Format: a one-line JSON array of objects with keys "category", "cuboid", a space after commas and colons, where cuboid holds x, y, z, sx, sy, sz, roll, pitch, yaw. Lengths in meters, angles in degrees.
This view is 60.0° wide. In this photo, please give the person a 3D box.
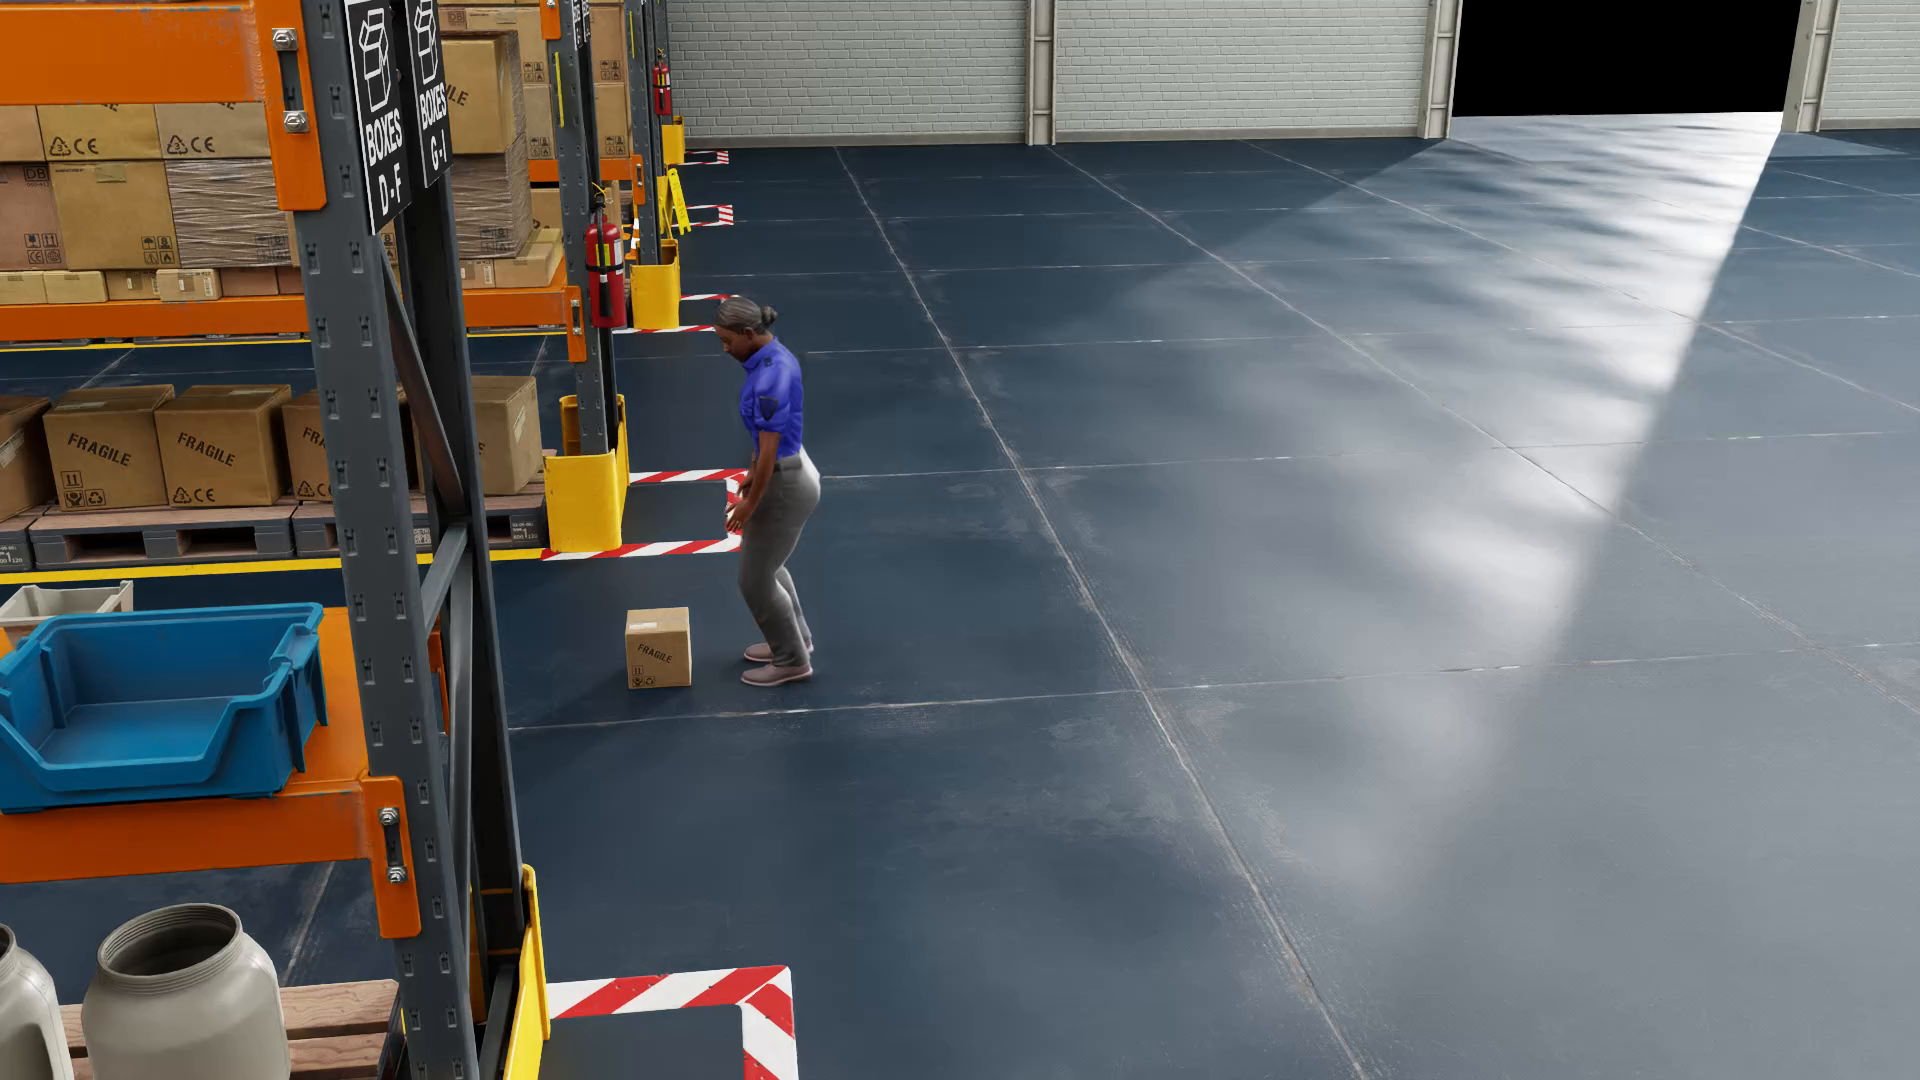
[{"category": "person", "cuboid": [-0.759, -0.193, 6.713, 0.393, 1.599, 0.461, -2, 20, -6]}]
